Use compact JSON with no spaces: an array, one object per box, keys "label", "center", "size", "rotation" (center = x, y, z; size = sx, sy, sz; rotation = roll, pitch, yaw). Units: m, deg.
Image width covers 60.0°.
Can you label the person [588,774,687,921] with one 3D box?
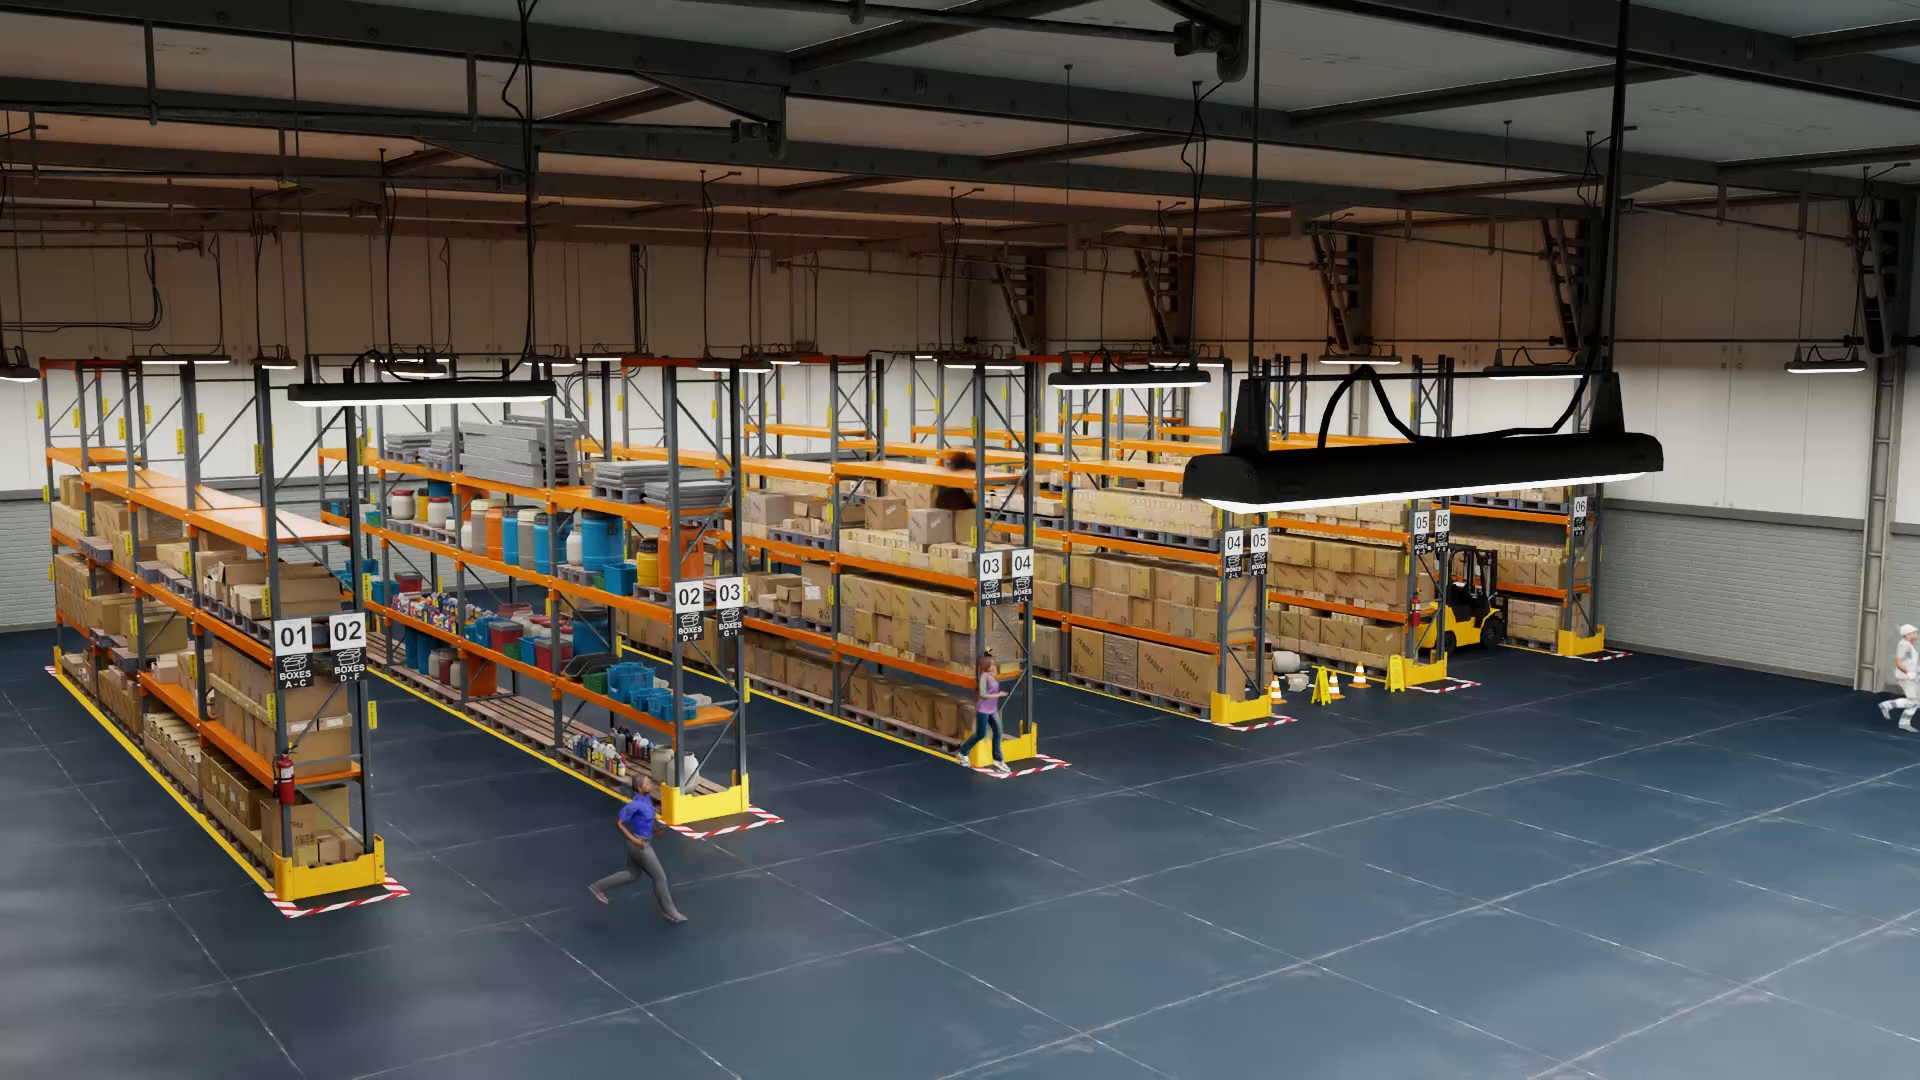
[{"label":"person","center":[-3.522,3.375,18.150],"size":[1.051,1.659,0.547],"rotation":[-1,7,-8]}]

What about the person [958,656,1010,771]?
[{"label":"person","center":[0.340,2.449,23.533],"size":[0.764,1.631,0.573],"rotation":[3,7,21]}]

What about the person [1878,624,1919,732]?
[{"label":"person","center":[15.337,2.236,27.077],"size":[0.611,1.752,0.670],"rotation":[4,8,31]}]

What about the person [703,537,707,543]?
[{"label":"person","center":[-6.090,0.752,39.734],"size":[0.587,1.680,0.868],"rotation":[-1,7,-11]}]
